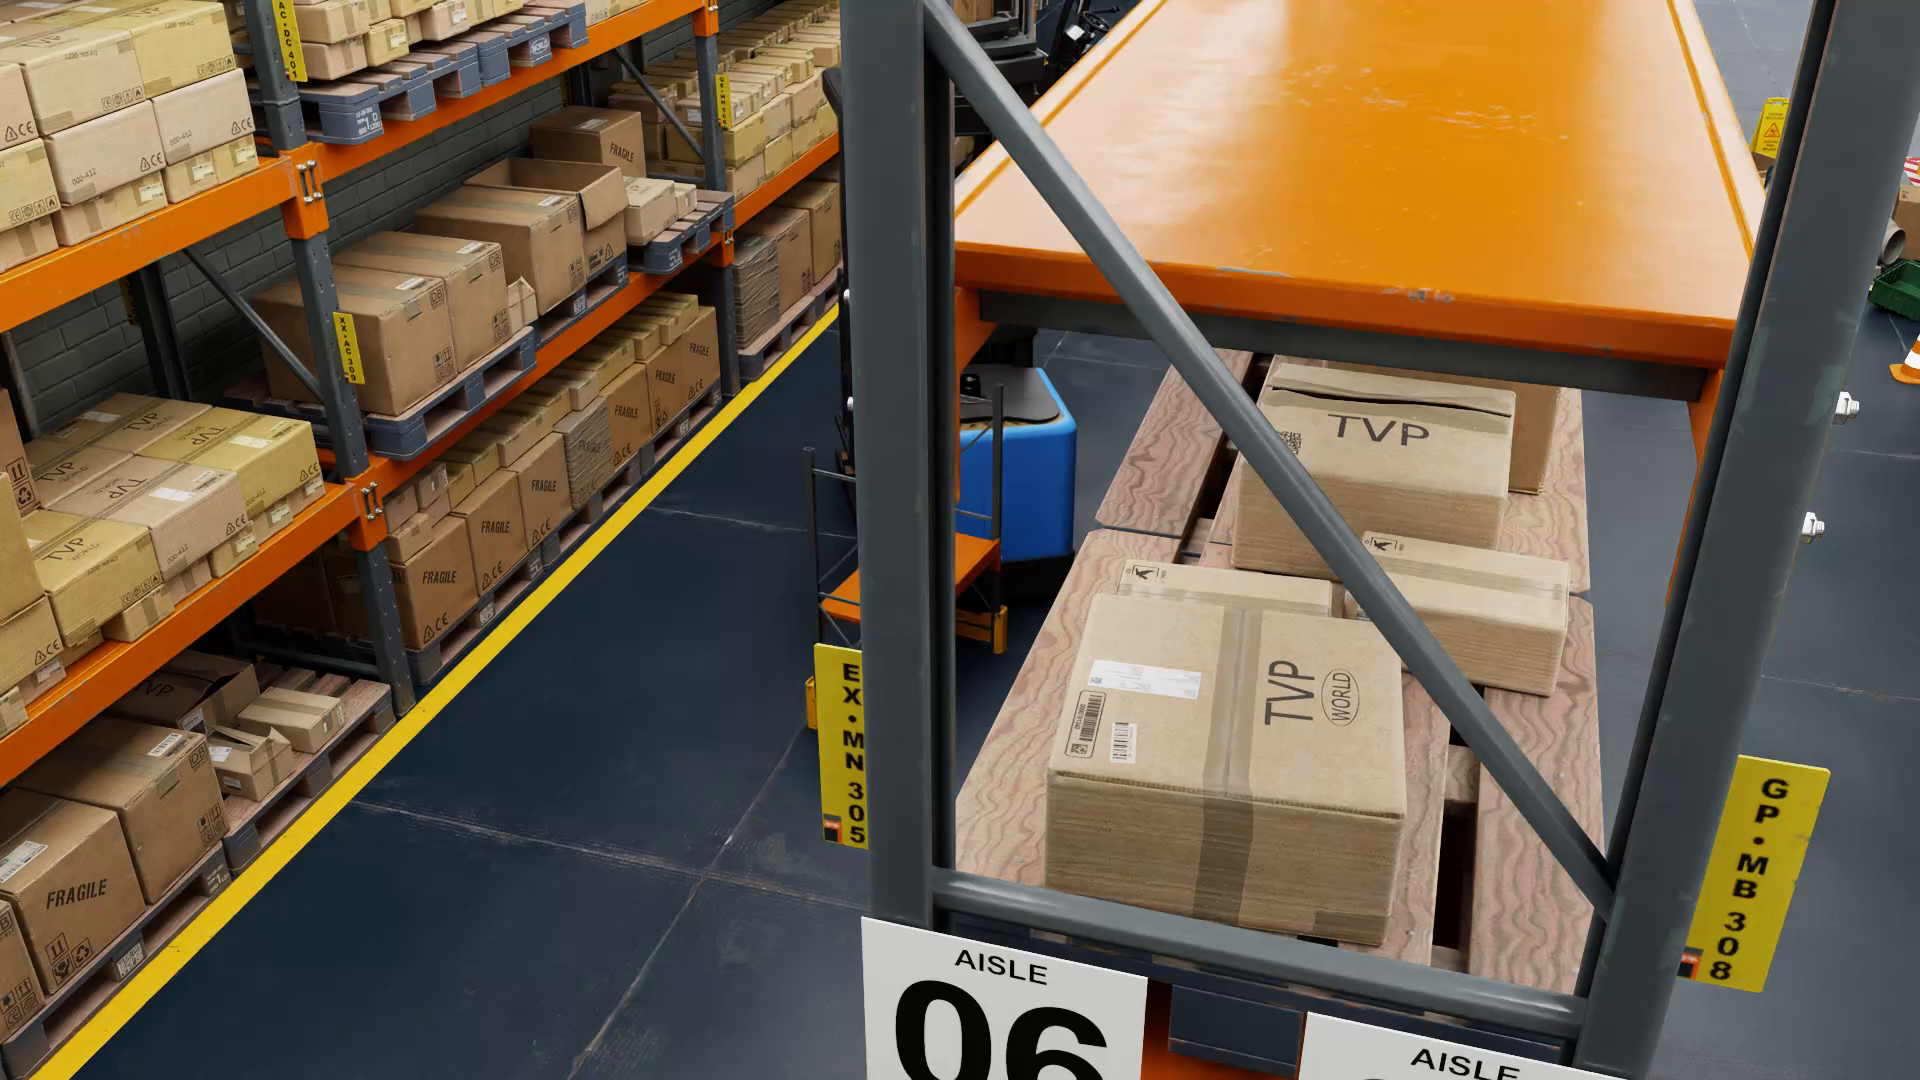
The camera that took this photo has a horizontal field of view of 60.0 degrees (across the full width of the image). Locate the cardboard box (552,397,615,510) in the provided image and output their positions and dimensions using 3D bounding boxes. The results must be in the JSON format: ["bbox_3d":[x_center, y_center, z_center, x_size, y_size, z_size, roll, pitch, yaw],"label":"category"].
[{"bbox_3d":[-2.387,-0.538,9.770,0.500,0.500,0.500,7,30,13],"label":"cardboard box"}]

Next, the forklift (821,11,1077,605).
[{"bbox_3d":[-0.167,-1.602,9.615,1.130,2.935,3.031,-6,30,-10],"label":"forklift"}]

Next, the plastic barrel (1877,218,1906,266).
[{"bbox_3d":[7.523,-2.506,13.819,0.421,0.421,0.512,-17,34,-28],"label":"plastic barrel"}]

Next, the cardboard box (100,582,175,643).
[{"bbox_3d":[-3.312,0.250,6.474,0.380,0.149,0.250,8,30,14],"label":"cardboard box"}]

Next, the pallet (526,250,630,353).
[{"bbox_3d":[-2.592,-1.404,9.386,1.003,0.211,1.213,8,30,15],"label":"pallet"}]

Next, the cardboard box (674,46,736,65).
[{"bbox_3d":[-1.869,-3.511,12.206,0.380,0.149,0.250,8,30,14],"label":"cardboard box"}]

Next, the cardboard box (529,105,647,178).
[{"bbox_3d":[-2.326,-2.403,10.449,0.500,0.500,0.500,10,31,17],"label":"cardboard box"}]

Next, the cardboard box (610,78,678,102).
[{"bbox_3d":[-2.154,-3.037,11.354,0.380,0.149,0.250,9,30,16],"label":"cardboard box"}]

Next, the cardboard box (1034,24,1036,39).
[{"bbox_3d":[0.486,-5.271,17.507,0.500,0.250,0.500,10,30,17],"label":"cardboard box"}]

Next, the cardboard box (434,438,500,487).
[{"bbox_3d":[-2.701,-0.427,8.904,0.380,0.149,0.250,8,30,14],"label":"cardboard box"}]

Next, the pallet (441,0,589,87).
[{"bbox_3d":[-2.640,-2.538,8.334,1.213,0.211,1.003,8,30,15],"label":"pallet"}]

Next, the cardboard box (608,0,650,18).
[{"bbox_3d":[-2.091,-3.131,9.361,0.500,0.250,0.500,9,30,15],"label":"cardboard box"}]

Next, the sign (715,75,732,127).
[{"bbox_3d":[-1.504,-2.791,10.572,0.100,0.325,0.005,8,30,15],"label":"sign"}]

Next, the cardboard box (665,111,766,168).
[{"bbox_3d":[-1.638,-2.713,11.182,0.500,0.250,0.500,8,30,15],"label":"cardboard box"}]

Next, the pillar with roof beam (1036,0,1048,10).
[{"bbox_3d":[5.133,-10.711,19.747,9.100,9.000,0.400,8,30,15],"label":"pillar with roof beam"}]

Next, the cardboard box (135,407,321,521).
[{"bbox_3d":[-3.116,-0.327,7.100,0.500,0.250,0.500,9,30,16],"label":"cardboard box"}]

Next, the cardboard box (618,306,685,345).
[{"bbox_3d":[-1.979,-1.370,10.600,0.380,0.149,0.250,7,30,12],"label":"cardboard box"}]

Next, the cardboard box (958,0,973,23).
[{"bbox_3d":[-0.187,-4.944,15.449,0.500,0.500,0.500,8,30,14],"label":"cardboard box"}]

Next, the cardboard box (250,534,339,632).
[{"bbox_3d":[-3.338,0.105,8.615,0.500,0.500,0.500,8,30,15],"label":"cardboard box"}]

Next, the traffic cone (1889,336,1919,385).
[{"bbox_3d":[6.819,-1.369,11.735,0.336,0.463,0.334,8,30,15],"label":"traffic cone"}]

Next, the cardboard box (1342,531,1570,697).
[{"bbox_3d":[0.912,0.131,3.067,0.380,0.149,0.250,10,30,17],"label":"cardboard box"}]

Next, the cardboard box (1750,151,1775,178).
[{"bbox_3d":[6.973,-3.135,14.868,0.797,0.503,0.637,-12,31,-20],"label":"cardboard box"}]

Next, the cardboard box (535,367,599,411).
[{"bbox_3d":[-2.344,-0.889,9.735,0.380,0.149,0.250,7,30,12],"label":"cardboard box"}]

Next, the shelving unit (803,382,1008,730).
[{"bbox_3d":[-0.249,0.082,8.060,0.587,1.500,1.083,13,32,23],"label":"shelving unit"}]

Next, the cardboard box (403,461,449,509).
[{"bbox_3d":[-2.810,-0.295,8.360,0.380,0.149,0.250,7,30,12],"label":"cardboard box"}]

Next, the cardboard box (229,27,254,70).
[{"bbox_3d":[-3.177,-2.113,7.100,0.380,0.149,0.250,8,30,15],"label":"cardboard box"}]

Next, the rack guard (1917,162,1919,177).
[{"bbox_3d":[9.837,-3.663,15.821,1.175,0.500,0.348,8,30,15],"label":"rack guard"}]

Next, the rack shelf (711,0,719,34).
[{"bbox_3d":[-1.439,-4.318,12.082,1.077,0.370,4.000,8,30,15],"label":"rack shelf"}]

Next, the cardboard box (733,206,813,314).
[{"bbox_3d":[-1.645,-2.131,12.506,0.875,0.625,0.625,9,30,17],"label":"cardboard box"}]

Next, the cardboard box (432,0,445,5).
[{"bbox_3d":[-2.517,-2.537,7.558,0.380,0.149,0.250,8,30,14],"label":"cardboard box"}]

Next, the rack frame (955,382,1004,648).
[{"bbox_3d":[-0.020,-0.144,8.466,0.500,1.500,0.032,13,32,23],"label":"rack frame"}]

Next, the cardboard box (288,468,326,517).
[{"bbox_3d":[-3.052,-0.240,7.354,0.380,0.149,0.250,9,30,16],"label":"cardboard box"}]

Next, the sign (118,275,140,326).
[{"bbox_3d":[-3.731,-1.117,7.482,0.100,0.325,0.005,8,30,15],"label":"sign"}]

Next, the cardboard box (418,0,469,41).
[{"bbox_3d":[-2.486,-2.396,7.610,0.380,0.149,0.250,9,30,16],"label":"cardboard box"}]

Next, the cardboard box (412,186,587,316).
[{"bbox_3d":[-2.462,-1.559,8.932,0.700,0.500,0.500,8,30,15],"label":"cardboard box"}]

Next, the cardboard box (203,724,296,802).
[{"bbox_3d":[-3.187,0.944,7.347,0.396,0.266,0.258,10,30,17],"label":"cardboard box"}]

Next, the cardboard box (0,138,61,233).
[{"bbox_3d":[-3.406,-1.169,5.529,0.500,0.250,0.500,9,30,16],"label":"cardboard box"}]

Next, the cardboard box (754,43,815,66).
[{"bbox_3d":[-1.298,-3.562,12.297,0.380,0.149,0.250,8,30,15],"label":"cardboard box"}]

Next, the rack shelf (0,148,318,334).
[{"bbox_3d":[-3.787,-0.601,5.399,1.077,0.370,4.000,8,30,15],"label":"rack shelf"}]

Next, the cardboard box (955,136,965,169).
[{"bbox_3d":[-0.259,-3.649,15.620,0.500,0.250,0.500,8,30,14],"label":"cardboard box"}]

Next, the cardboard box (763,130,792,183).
[{"bbox_3d":[-1.509,-2.731,11.728,0.500,0.250,0.500,8,30,14],"label":"cardboard box"}]

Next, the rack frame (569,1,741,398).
[{"bbox_3d":[-2.026,-2.392,10.965,1.000,3.000,0.127,8,30,15],"label":"rack frame"}]

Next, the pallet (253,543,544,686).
[{"bbox_3d":[-2.997,0.302,8.991,1.003,0.211,1.213,8,30,15],"label":"pallet"}]

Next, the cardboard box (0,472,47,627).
[{"bbox_3d":[-3.543,0.064,5.627,0.500,0.500,0.500,9,30,16],"label":"cardboard box"}]

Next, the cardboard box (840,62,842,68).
[{"bbox_3d":[-1.051,-3.663,12.889,0.500,0.250,0.500,9,30,16],"label":"cardboard box"}]

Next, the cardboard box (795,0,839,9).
[{"bbox_3d":[-1.160,-4.446,13.886,0.380,0.149,0.250,8,30,14],"label":"cardboard box"}]

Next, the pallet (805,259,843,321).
[{"bbox_3d":[-1.387,-2.116,13.337,1.003,0.211,1.213,8,30,15],"label":"pallet"}]

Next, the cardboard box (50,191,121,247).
[{"bbox_3d":[-3.261,-1.175,5.949,0.380,0.149,0.250,8,30,15],"label":"cardboard box"}]

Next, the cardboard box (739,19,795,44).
[{"bbox_3d":[-1.515,-3.979,13.047,0.380,0.149,0.250,8,30,15],"label":"cardboard box"}]

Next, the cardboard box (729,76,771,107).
[{"bbox_3d":[-1.522,-3.073,11.418,0.380,0.149,0.250,9,30,16],"label":"cardboard box"}]

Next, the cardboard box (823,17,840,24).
[{"bbox_3d":[-0.871,-4.018,13.118,0.380,0.149,0.250,8,30,13],"label":"cardboard box"}]

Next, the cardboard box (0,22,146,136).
[{"bbox_3d":[-3.258,-1.621,5.828,0.500,0.250,0.500,8,30,14],"label":"cardboard box"}]

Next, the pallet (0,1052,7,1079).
[{"bbox_3d":[-4.118,2.138,5.690,1.003,0.211,1.213,8,30,15],"label":"pallet"}]
